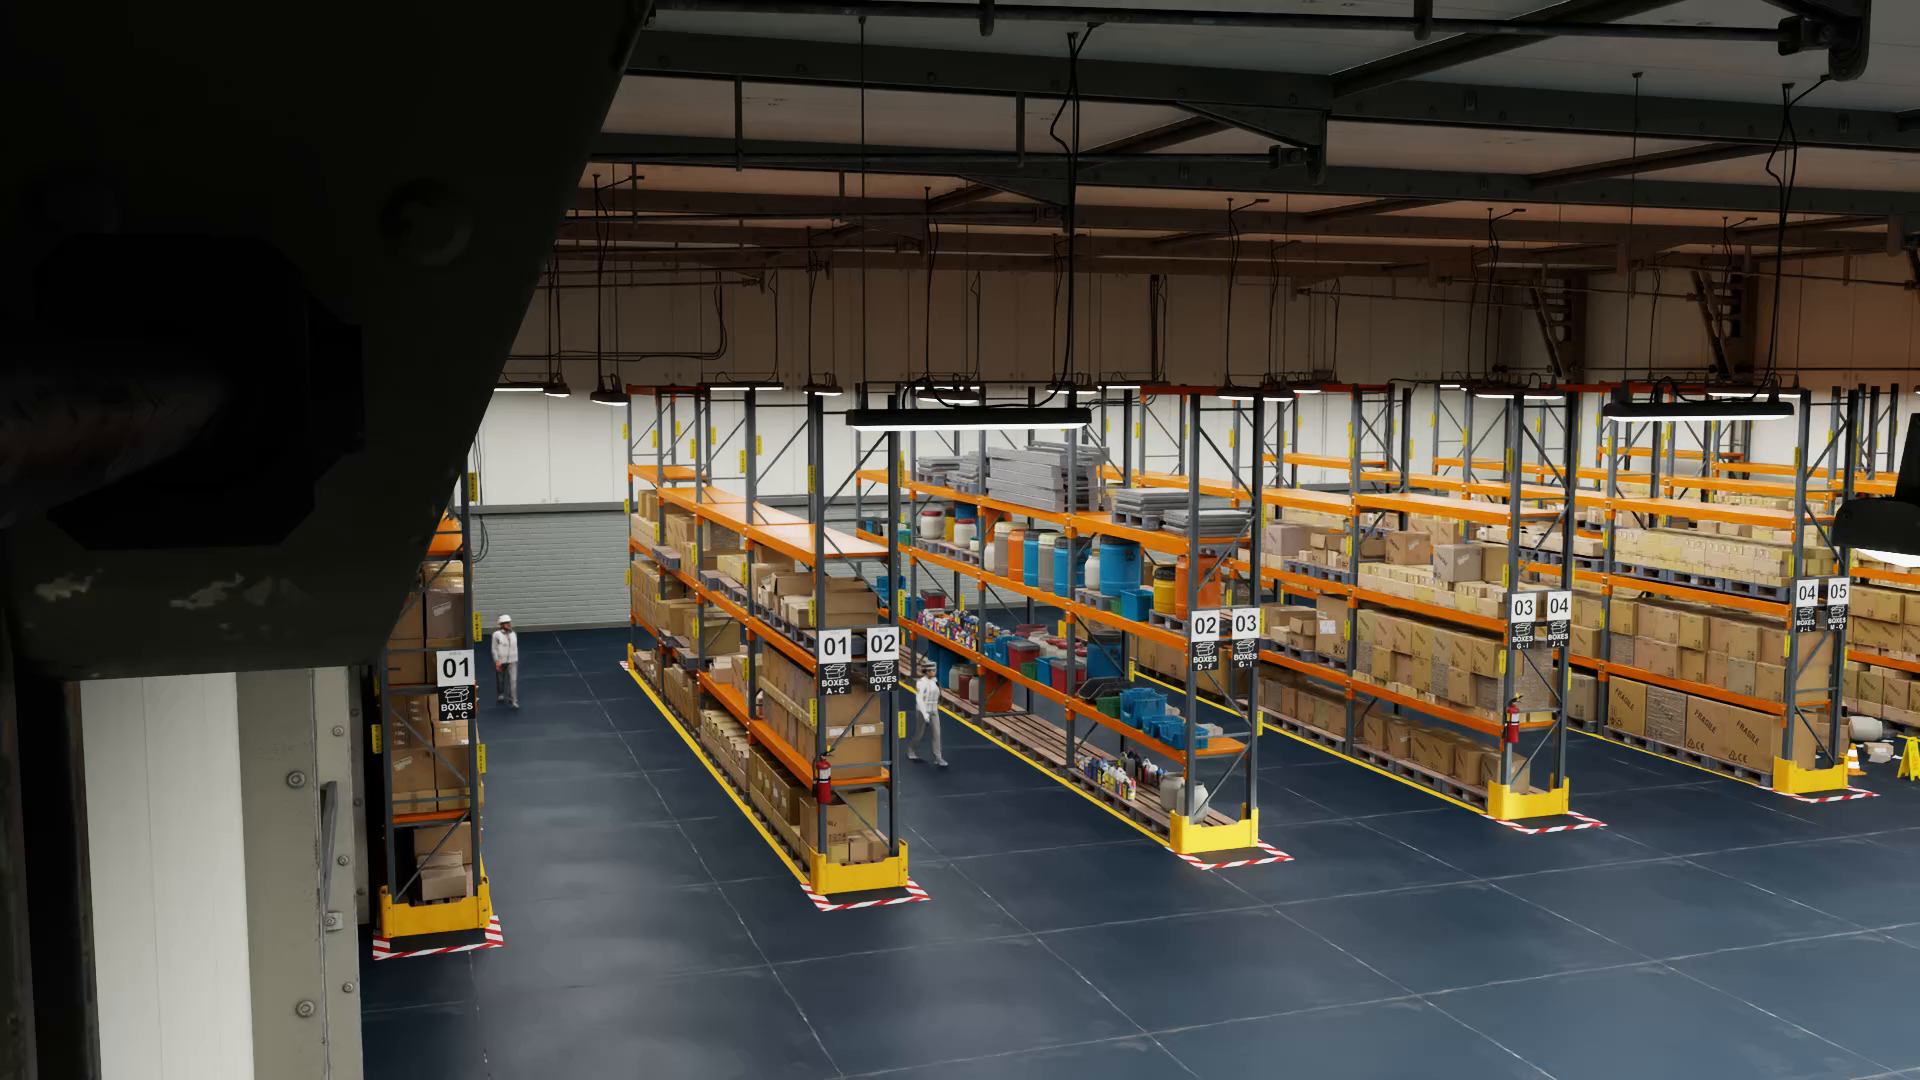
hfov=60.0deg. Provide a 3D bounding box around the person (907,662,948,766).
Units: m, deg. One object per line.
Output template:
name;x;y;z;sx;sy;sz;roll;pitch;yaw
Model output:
person;-0.487;2.756;26.675;0.543;1.617;0.928;-5;8;-42

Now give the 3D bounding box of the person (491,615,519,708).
person;-8.523;2.259;31.121;0.506;1.720;1.084;-2;6;-23
